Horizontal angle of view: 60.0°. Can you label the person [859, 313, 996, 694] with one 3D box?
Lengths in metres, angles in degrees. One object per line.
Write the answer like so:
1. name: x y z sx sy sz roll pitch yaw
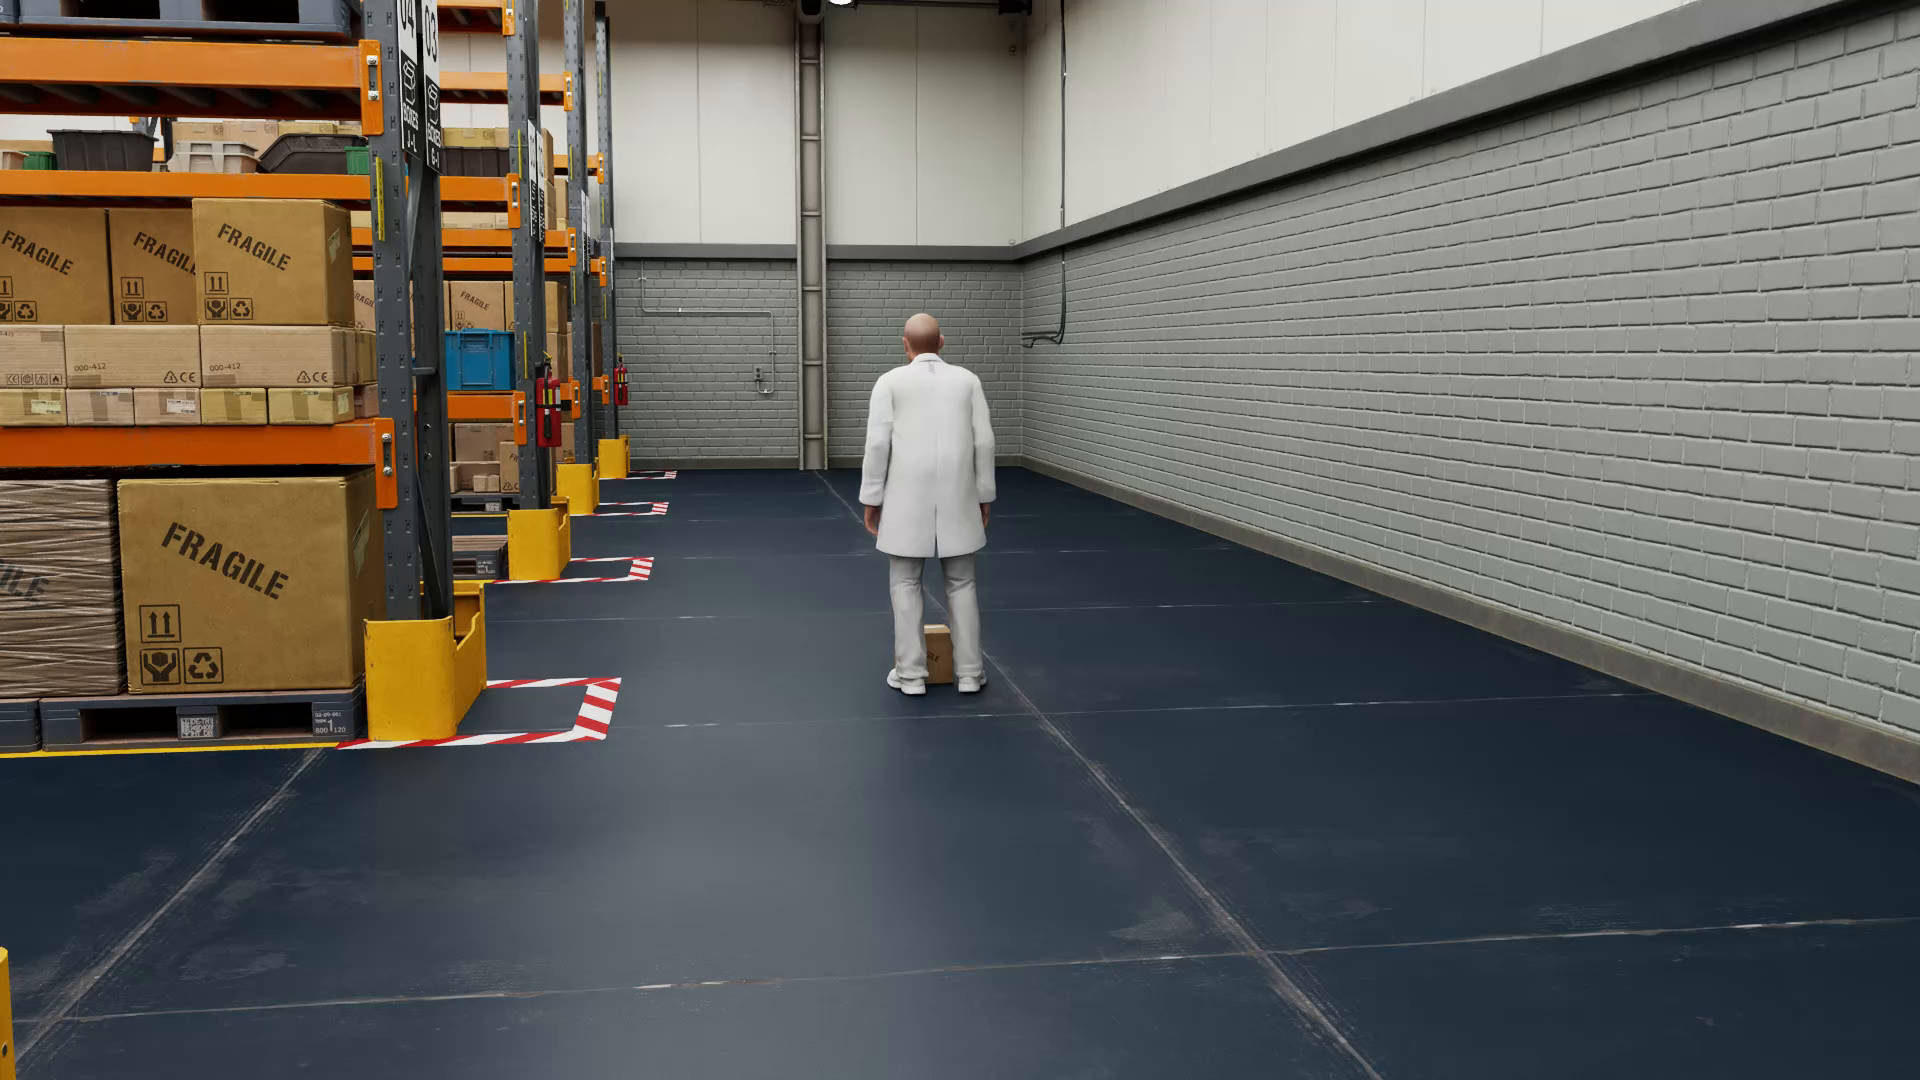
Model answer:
1. person: -0.149 -0.171 7.815 0.654 1.774 0.421 -1 6 -12
